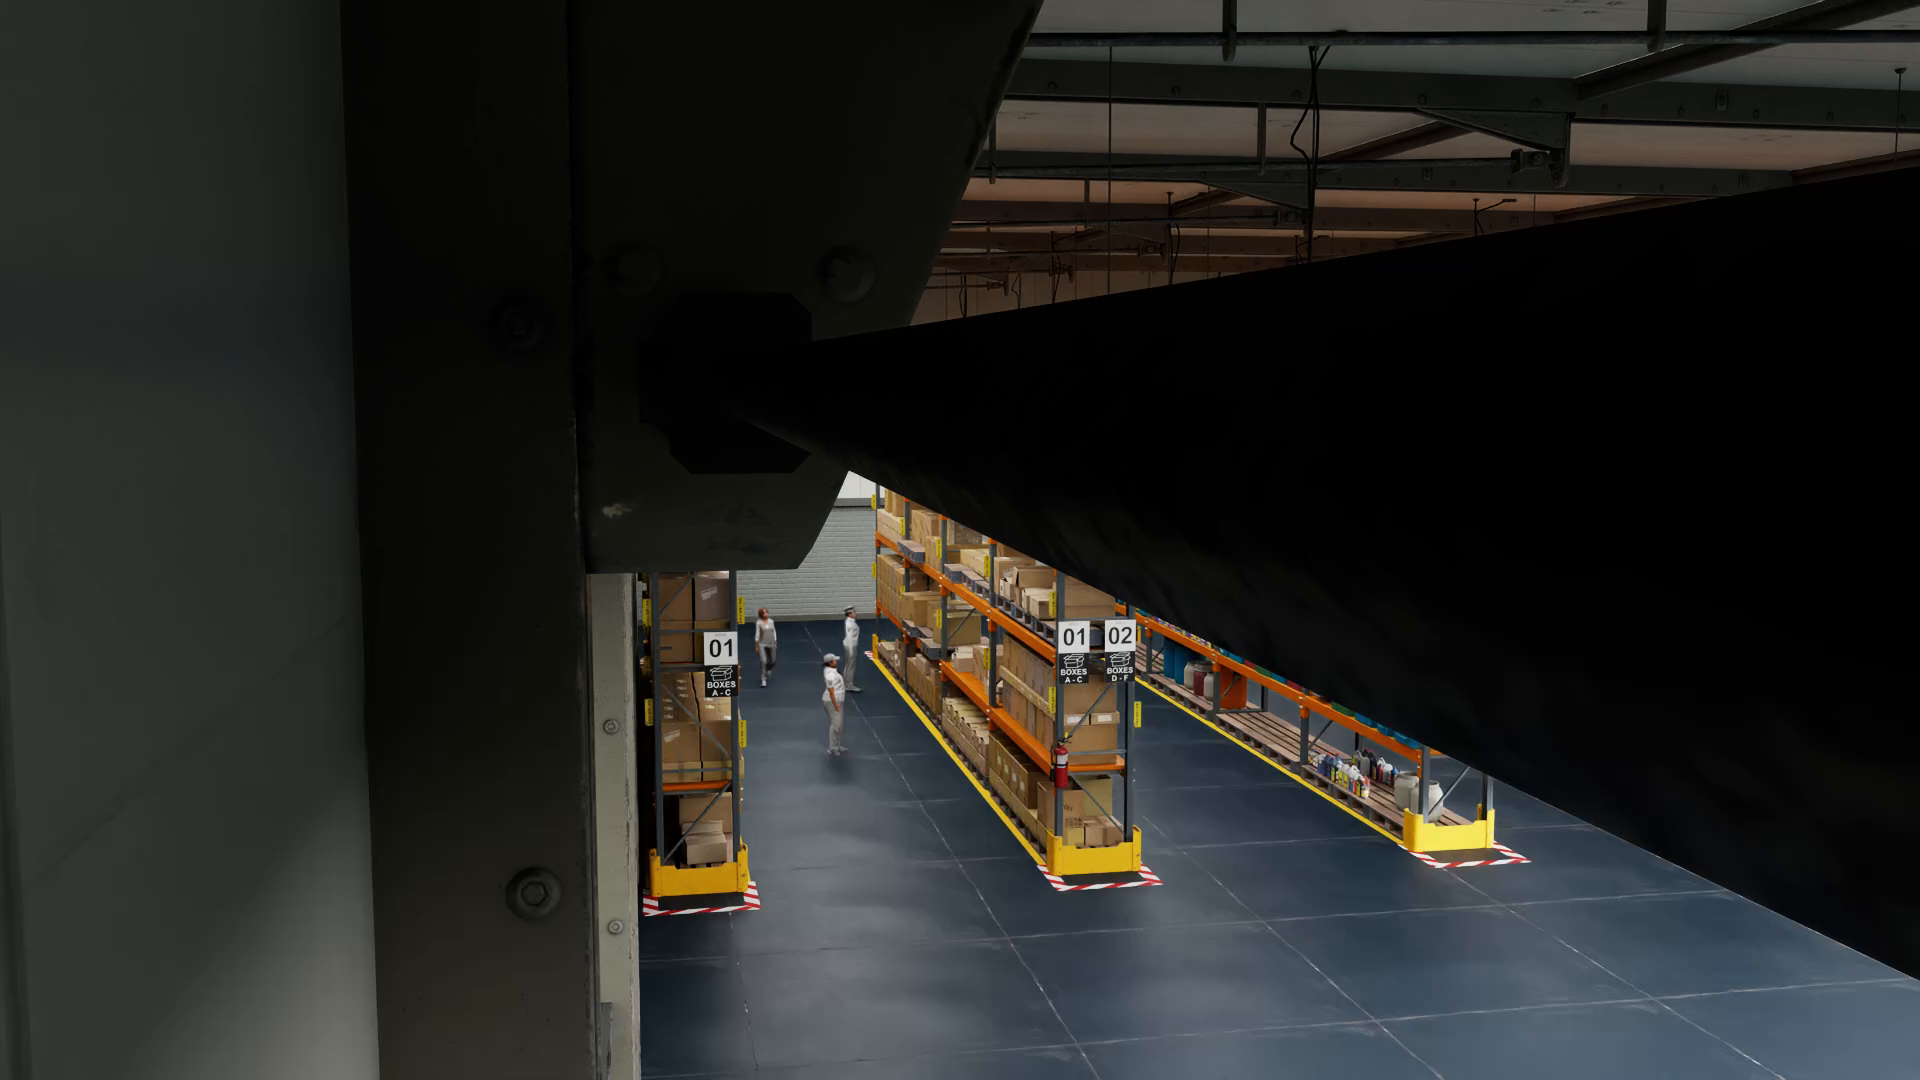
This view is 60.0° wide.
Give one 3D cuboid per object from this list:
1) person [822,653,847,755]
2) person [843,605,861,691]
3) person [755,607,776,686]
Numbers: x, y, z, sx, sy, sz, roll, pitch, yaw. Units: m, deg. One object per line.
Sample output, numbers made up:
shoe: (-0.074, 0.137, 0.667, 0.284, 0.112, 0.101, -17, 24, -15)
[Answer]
person: (-2.083, 2.726, 27.562, 0.404, 1.731, 0.580, 1, 6, 5)
person: (-2.134, 2.117, 32.813, 0.357, 1.681, 0.582, -1, 6, -7)
person: (-3.916, 2.121, 33.381, 0.458, 1.560, 0.637, -2, 6, -18)
